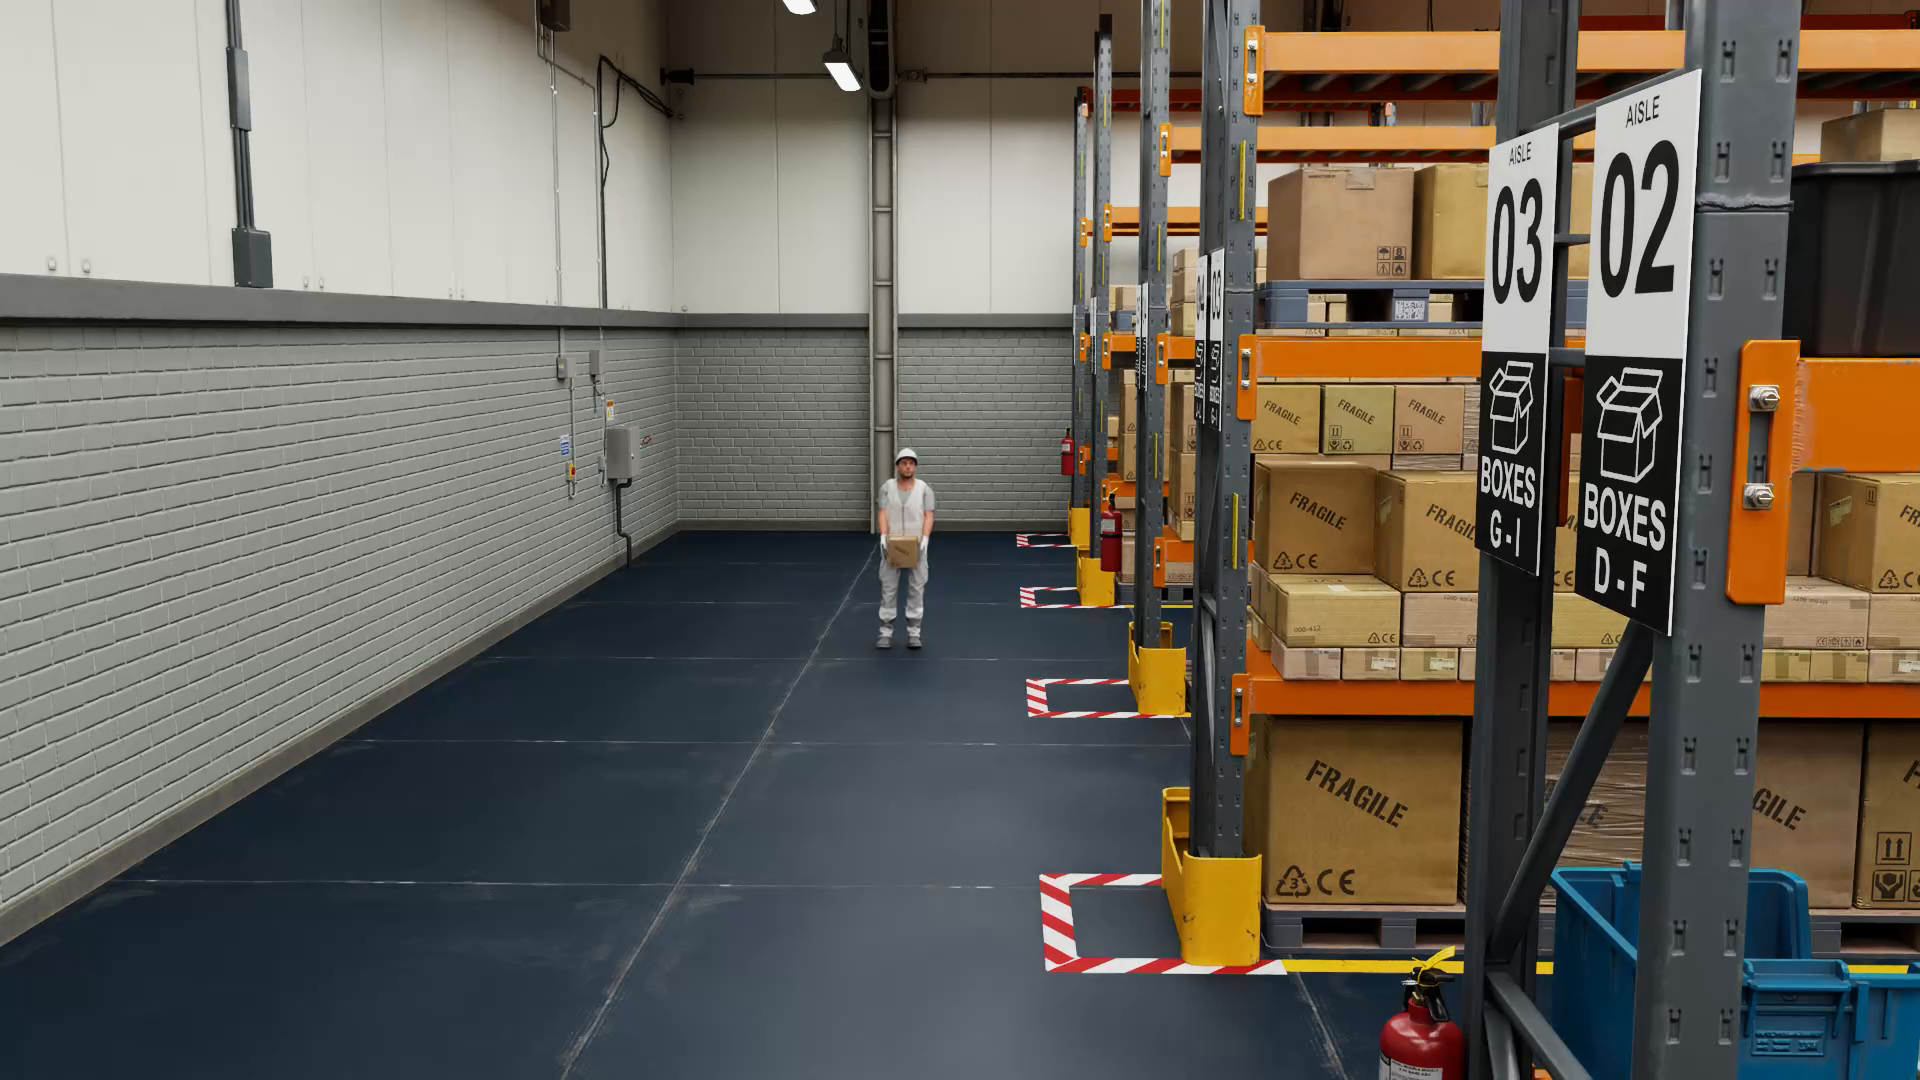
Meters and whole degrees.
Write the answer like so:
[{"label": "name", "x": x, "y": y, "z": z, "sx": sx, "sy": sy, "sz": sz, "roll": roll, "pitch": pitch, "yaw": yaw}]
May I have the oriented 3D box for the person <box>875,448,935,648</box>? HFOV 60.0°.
[{"label": "person", "x": -0.498, "y": 0.077, "z": 15.031, "sx": 0.542, "sy": 1.794, "sz": 0.498, "roll": 0, "pitch": 7, "yaw": -1}]
